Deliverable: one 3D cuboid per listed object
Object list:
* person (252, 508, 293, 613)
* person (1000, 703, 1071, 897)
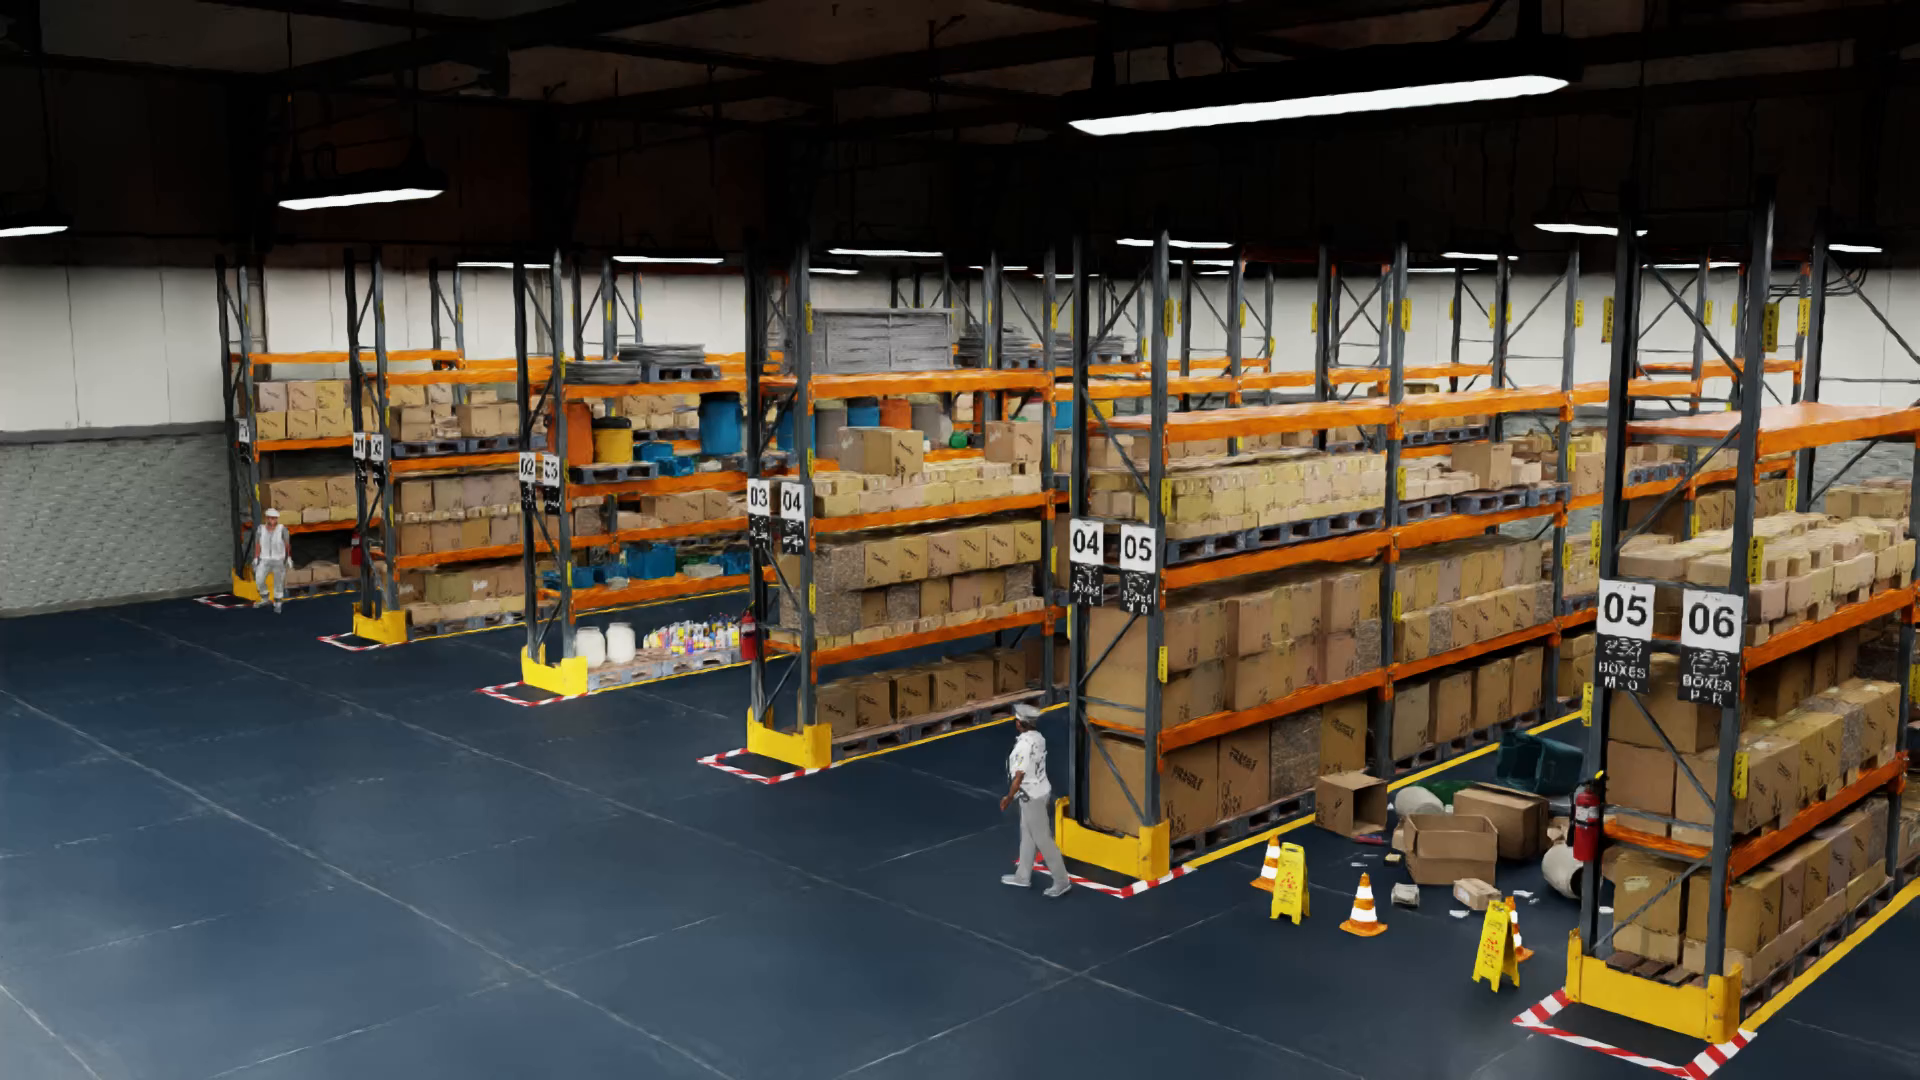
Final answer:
[{"bbox_3d":[-11.548,0.333,27.847,0.704,1.780,0.460,-1,8,-9],"label":"person"},{"bbox_3d":[0.662,2.271,14.657,0.686,1.631,0.488,3,9,18],"label":"person"}]
